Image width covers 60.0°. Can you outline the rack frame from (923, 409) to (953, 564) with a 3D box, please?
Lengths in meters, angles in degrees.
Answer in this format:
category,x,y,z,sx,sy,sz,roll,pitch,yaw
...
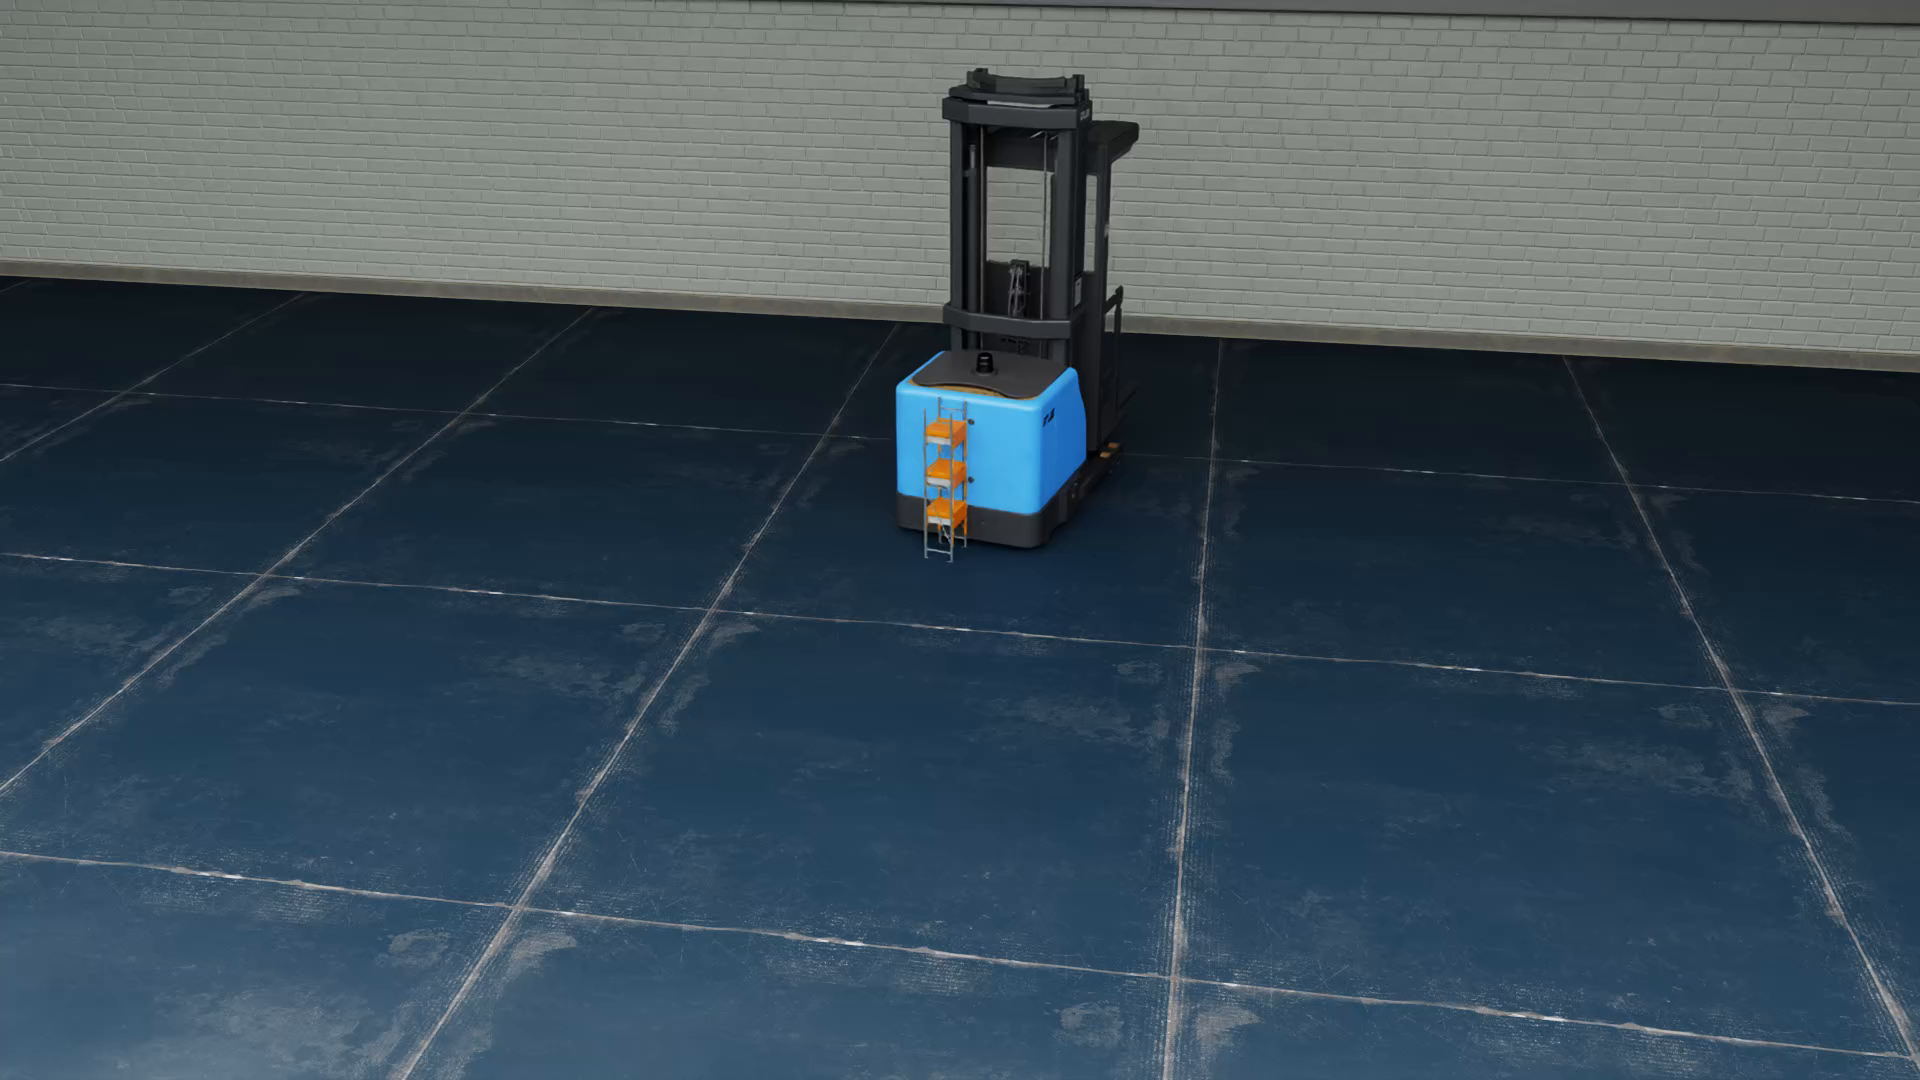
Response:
category,x,y,z,sx,sy,sz,roll,pitch,yaw
rack frame,-0.140,-0.338,10.733,0.200,1.050,0.008,10,27,20

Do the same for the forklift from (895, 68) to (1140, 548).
category,x,y,z,sx,sy,sz,roll,pitch,yaw
forklift,0.582,-1.874,11.796,1.130,2.935,3.031,10,27,20

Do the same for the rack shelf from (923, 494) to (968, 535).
category,x,y,z,sx,sy,sz,roll,pitch,yaw
rack shelf,-0.095,-0.125,10.958,0.215,0.259,0.240,10,27,20

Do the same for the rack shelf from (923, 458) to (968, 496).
category,x,y,z,sx,sy,sz,roll,pitch,yaw
rack shelf,-0.095,-0.376,10.840,0.215,0.259,0.240,10,27,20

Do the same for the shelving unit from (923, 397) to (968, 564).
category,x,y,z,sx,sy,sz,roll,pitch,yaw
shelving unit,-0.095,-0.386,10.836,0.215,1.050,0.252,10,27,20

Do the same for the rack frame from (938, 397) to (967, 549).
category,x,y,z,sx,sy,sz,roll,pitch,yaw
rack frame,-0.049,-0.434,10.938,0.200,1.050,0.008,10,27,20

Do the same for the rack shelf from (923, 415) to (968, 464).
category,x,y,z,sx,sy,sz,roll,pitch,yaw
rack shelf,-0.095,-0.633,10.720,0.215,0.259,0.240,10,27,20
